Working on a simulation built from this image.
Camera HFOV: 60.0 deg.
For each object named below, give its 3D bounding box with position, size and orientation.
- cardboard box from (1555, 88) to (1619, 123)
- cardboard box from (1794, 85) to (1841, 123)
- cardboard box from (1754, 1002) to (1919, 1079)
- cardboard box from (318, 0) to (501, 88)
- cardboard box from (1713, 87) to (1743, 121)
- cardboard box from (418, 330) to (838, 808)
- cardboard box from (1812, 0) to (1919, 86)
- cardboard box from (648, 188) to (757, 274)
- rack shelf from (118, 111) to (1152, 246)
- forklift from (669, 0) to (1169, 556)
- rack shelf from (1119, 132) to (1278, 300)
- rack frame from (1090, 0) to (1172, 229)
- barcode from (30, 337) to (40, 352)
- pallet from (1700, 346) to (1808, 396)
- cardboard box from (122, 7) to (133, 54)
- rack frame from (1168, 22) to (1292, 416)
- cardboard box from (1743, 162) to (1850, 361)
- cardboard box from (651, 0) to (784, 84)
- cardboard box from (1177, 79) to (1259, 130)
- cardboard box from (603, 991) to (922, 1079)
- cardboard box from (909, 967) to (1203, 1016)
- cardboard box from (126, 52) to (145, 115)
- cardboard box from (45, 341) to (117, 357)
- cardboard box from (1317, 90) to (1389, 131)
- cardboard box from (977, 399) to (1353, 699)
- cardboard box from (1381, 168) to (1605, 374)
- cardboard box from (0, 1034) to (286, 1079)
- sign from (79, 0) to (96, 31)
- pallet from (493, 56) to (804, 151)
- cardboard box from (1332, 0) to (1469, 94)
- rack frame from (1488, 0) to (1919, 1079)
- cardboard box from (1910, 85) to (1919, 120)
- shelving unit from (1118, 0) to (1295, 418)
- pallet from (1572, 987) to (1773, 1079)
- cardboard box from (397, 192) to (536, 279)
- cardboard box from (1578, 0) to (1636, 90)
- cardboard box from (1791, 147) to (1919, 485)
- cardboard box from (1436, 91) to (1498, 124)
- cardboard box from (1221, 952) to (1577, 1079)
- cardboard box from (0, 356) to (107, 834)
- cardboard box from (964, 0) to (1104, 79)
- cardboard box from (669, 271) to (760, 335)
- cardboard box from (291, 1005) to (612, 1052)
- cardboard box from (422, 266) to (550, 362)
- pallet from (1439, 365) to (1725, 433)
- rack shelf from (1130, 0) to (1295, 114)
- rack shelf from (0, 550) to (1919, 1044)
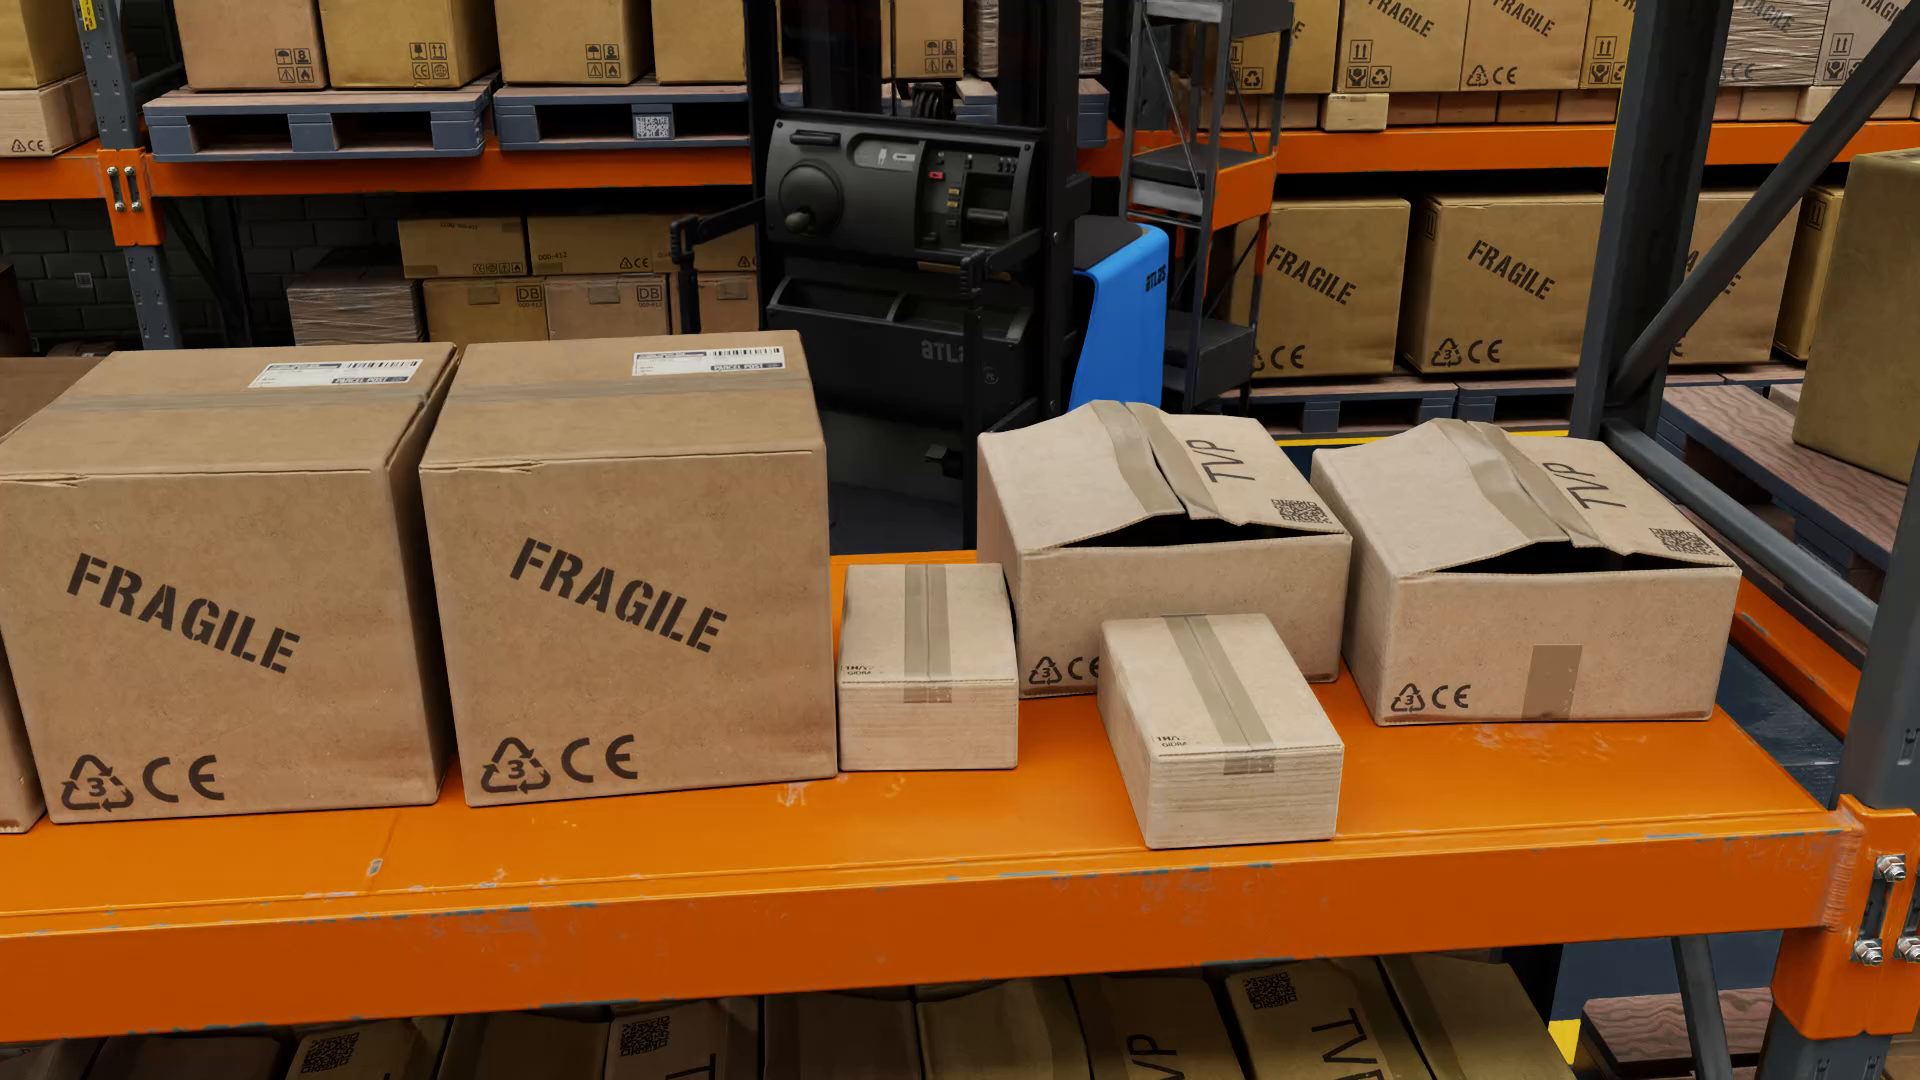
[{"bbox_3d":[2.600,-1.890,7.094,0.250,0.149,0.380,-2,24,-5],"label":"cardboard box"},{"bbox_3d":[3.628,-1.891,7.096,0.250,0.149,0.380,-2,24,-5],"label":"cardboard box"},{"bbox_3d":[1.696,1.030,2.776,0.500,0.500,0.500,-1,24,-3],"label":"cardboard box"},{"bbox_3d":[-2.190,-2.124,6.670,0.500,0.500,0.700,0,24,0],"label":"cardboard box"},{"bbox_3d":[3.127,-1.904,7.125,0.250,0.149,0.380,-3,24,-7],"label":"cardboard box"},{"bbox_3d":[-0.454,0.019,2.391,0.500,0.500,0.500,-4,24,-8],"label":"cardboard box"},{"bbox_3d":[3.763,-2.217,7.030,0.500,0.500,0.500,-2,24,-5],"label":"cardboard box"},{"bbox_3d":[-1.072,-1.342,7.190,0.500,0.250,0.500,-2,24,-5],"label":"cardboard box"},{"bbox_3d":[-1.266,-1.602,7.047,4.000,0.370,1.077,-2,24,-5],"label":"rack shelf"},{"bbox_3d":[-0.292,-1.095,5.104,1.130,2.935,3.031,11,26,23],"label":"forklift"},{"bbox_3d":[0.924,-1.282,6.531,0.431,0.518,0.480,19,29,33],"label":"rack shelf"},{"bbox_3d":[0.724,-2.011,7.081,0.127,3.000,1.000,-2,24,-5],"label":"rack frame"},{"bbox_3d":[-4.132,-0.869,7.393,0.075,0.075,0.001,-2,24,-5],"label":"barcode"},{"bbox_3d":[3.944,-0.835,7.869,1.213,0.211,1.003,-2,24,-5],"label":"pallet"},{"bbox_3d":[-3.745,-2.200,6.743,0.500,0.500,0.500,-3,24,-6],"label":"cardboard box"},{"bbox_3d":[1.072,-1.370,6.704,0.400,2.100,0.015,19,29,33],"label":"rack frame"},{"bbox_3d":[4.070,-1.302,7.615,0.750,0.750,0.750,-2,24,-5],"label":"cardboard box"},{"bbox_3d":[-0.981,-2.176,6.788,0.500,0.500,0.700,-2,24,-5],"label":"cardboard box"},{"bbox_3d":[1.074,-1.825,6.947,0.250,0.149,0.380,-3,24,-6],"label":"cardboard box"},{"bbox_3d":[-0.302,0.963,2.569,0.500,0.311,0.500,-2,24,-5],"label":"cardboard box"},{"bbox_3d":[0.142,0.726,3.101,0.500,0.311,0.500,-3,24,-6],"label":"cardboard box"},{"bbox_3d":[-3.746,-1.860,6.901,0.500,0.250,0.500,-2,24,-5],"label":"cardboard box"},{"bbox_3d":[-3.786,-0.724,7.132,0.250,0.166,0.380,-5,25,-12],"label":"cardboard box"},{"bbox_3d":[1.599,-1.808,6.908,0.250,0.149,0.380,-2,24,-4],"label":"cardboard box"},{"bbox_3d":[0.305,-0.011,2.690,0.500,0.311,0.500,-3,24,-6],"label":"cardboard box"},{"bbox_3d":[2.341,-1.229,7.452,0.750,0.750,0.750,-2,24,-5],"label":"cardboard box"},{"bbox_3d":[-1.317,1.005,2.475,0.500,0.311,0.500,-3,24,-7],"label":"cardboard box"},{"bbox_3d":[-3.196,-2.028,6.053,0.005,0.325,0.100,-2,24,-5],"label":"sign"},{"bbox_3d":[-1.242,-1.828,6.905,1.213,0.211,1.003,-2,24,-5],"label":"pallet"},{"bbox_3d":[1.755,-2.135,6.845,0.500,0.500,0.500,-2,24,-3],"label":"cardboard box"},{"bbox_3d":[1.214,-0.009,2.576,0.127,3.000,1.000,-2,24,-5],"label":"rack frame"},{"bbox_3d":[4.147,-1.917,7.155,0.250,0.149,0.380,-2,24,-4],"label":"cardboard box"},{"bbox_3d":[0.924,-1.295,6.525,0.431,2.100,0.503,19,29,33],"label":"shelving unit"},{"bbox_3d":[1.961,1.251,3.175,1.213,0.211,1.003,-2,24,-5],"label":"pallet"},{"bbox_3d":[-2.088,-1.308,7.111,0.500,0.250,0.500,-3,24,-6],"label":"cardboard box"},{"bbox_3d":[2.766,-2.178,6.943,0.500,0.500,0.500,-2,24,-4],"label":"cardboard box"},{"bbox_3d":[1.830,-0.317,2.630,0.500,0.500,0.700,-11,26,-23],"label":"cardboard box"},{"bbox_3d":[2.094,-1.881,7.074,0.250,0.149,0.380,-2,24,-4],"label":"cardboard box"},{"bbox_3d":[0.717,0.920,2.665,0.500,0.311,0.500,-2,24,-4],"label":"cardboard box"},{"bbox_3d":[-1.476,0.060,2.298,0.500,0.500,0.500,-1,24,-1],"label":"cardboard box"},{"bbox_3d":[0.257,-2.235,6.920,0.500,0.500,0.700,-5,24,-11],"label":"cardboard box"},{"bbox_3d":[-1.003,-1.015,7.376,0.500,0.500,0.700,-2,24,-5],"label":"cardboard box"},{"bbox_3d":[-0.877,0.766,3.010,0.500,0.311,0.500,-3,24,-6],"label":"cardboard box"},{"bbox_3d":[-2.017,-0.987,7.313,0.500,0.500,0.700,-3,24,-6],"label":"cardboard box"},{"bbox_3d":[2.727,-0.785,7.756,1.213,0.211,1.003,-2,24,-5],"label":"pallet"},{"bbox_3d":[0.951,-1.920,6.243,0.431,0.518,0.480,19,29,33],"label":"rack shelf"},{"bbox_3d":[-0.776,0.400,2.543,4.000,0.370,1.077,-2,24,-5],"label":"rack shelf"}]
